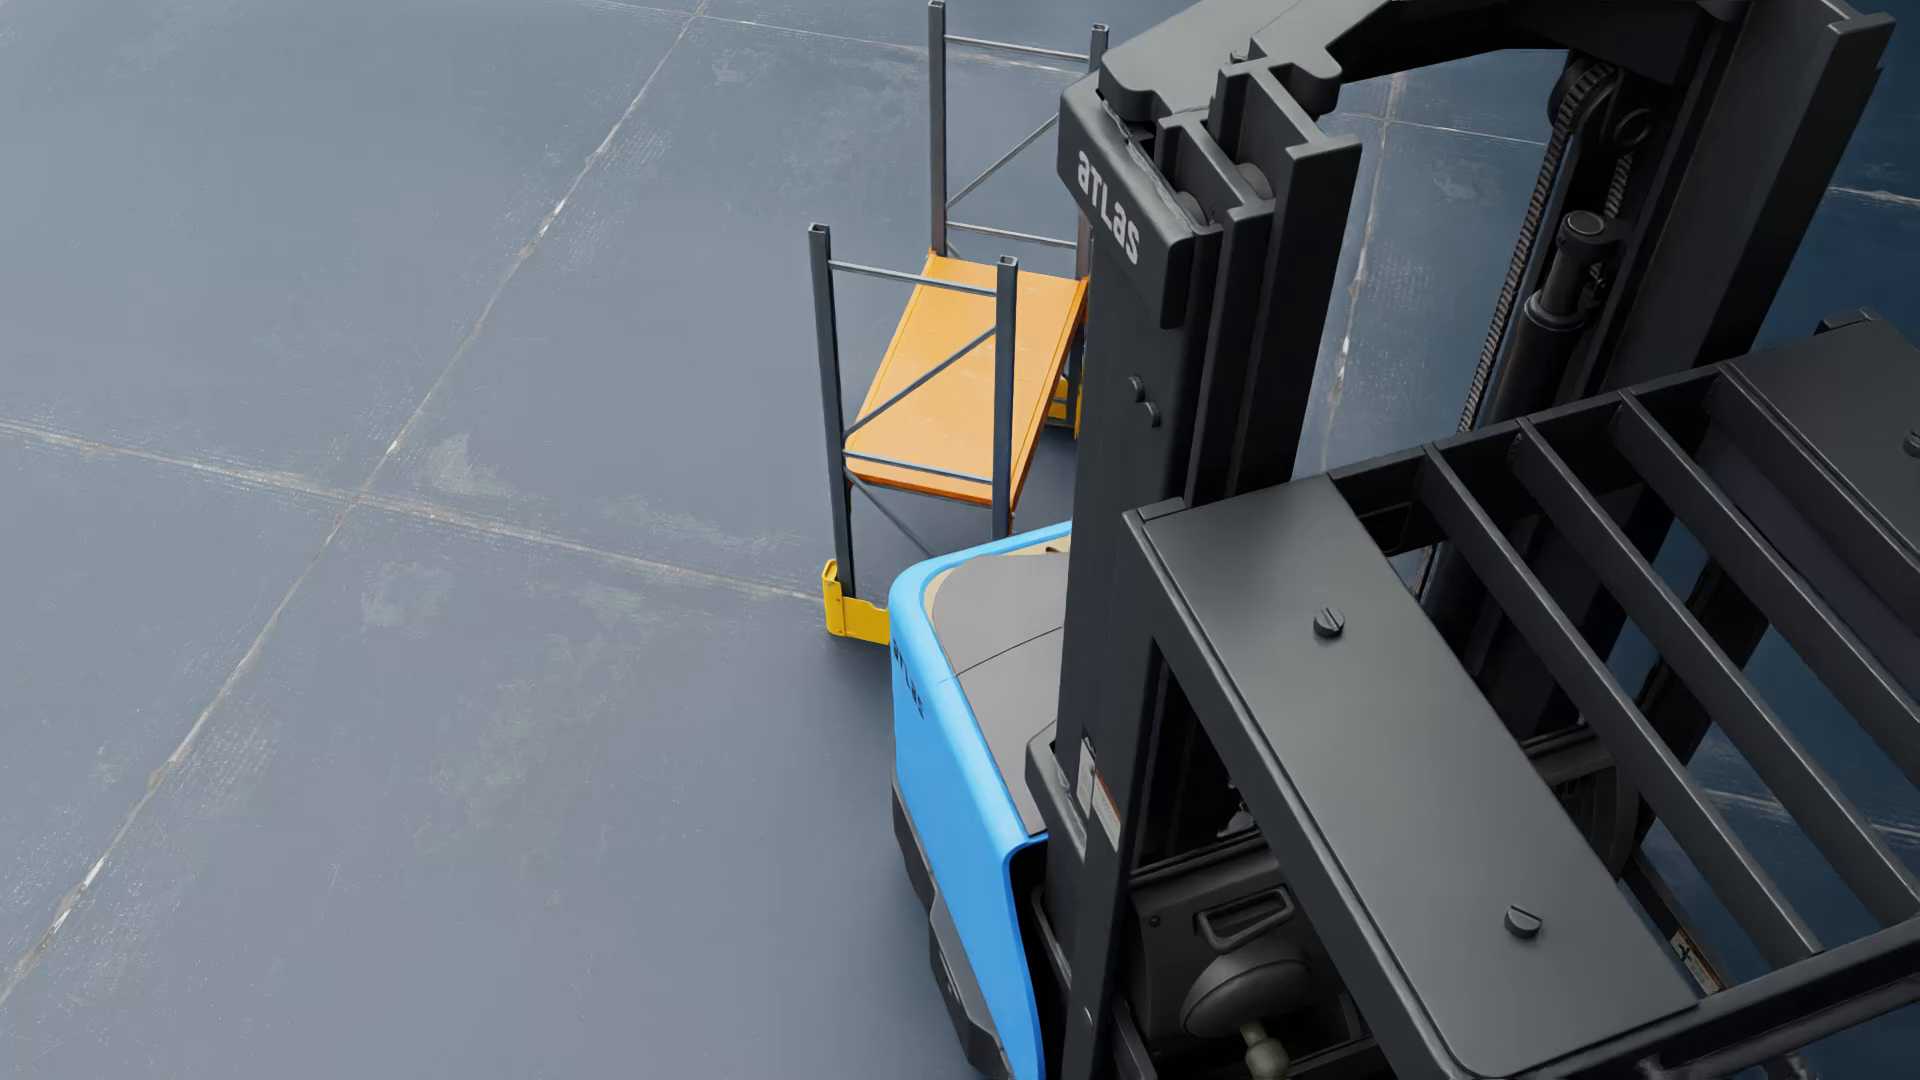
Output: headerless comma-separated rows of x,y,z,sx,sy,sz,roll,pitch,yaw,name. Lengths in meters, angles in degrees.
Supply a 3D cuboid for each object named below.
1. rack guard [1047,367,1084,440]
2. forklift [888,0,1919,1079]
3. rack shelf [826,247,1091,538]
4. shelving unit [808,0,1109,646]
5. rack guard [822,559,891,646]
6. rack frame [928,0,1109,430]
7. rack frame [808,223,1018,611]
0.151,-0.498,5.523,0.587,0.250,0.087,12,50,10,rack guard
0.804,0.723,2.657,1.130,2.935,3.031,-15,50,-13,forklift
0.022,-0.439,4.877,0.538,0.185,1.000,12,50,10,rack shelf
0.020,-0.551,4.736,0.587,1.500,1.083,12,50,10,shelving unit
-0.111,0.222,4.887,0.587,0.250,0.087,12,50,10,rack guard
0.156,-0.926,5.067,0.500,1.500,0.032,12,50,10,rack frame
-0.111,-0.190,4.418,0.500,1.500,0.032,12,50,10,rack frame
